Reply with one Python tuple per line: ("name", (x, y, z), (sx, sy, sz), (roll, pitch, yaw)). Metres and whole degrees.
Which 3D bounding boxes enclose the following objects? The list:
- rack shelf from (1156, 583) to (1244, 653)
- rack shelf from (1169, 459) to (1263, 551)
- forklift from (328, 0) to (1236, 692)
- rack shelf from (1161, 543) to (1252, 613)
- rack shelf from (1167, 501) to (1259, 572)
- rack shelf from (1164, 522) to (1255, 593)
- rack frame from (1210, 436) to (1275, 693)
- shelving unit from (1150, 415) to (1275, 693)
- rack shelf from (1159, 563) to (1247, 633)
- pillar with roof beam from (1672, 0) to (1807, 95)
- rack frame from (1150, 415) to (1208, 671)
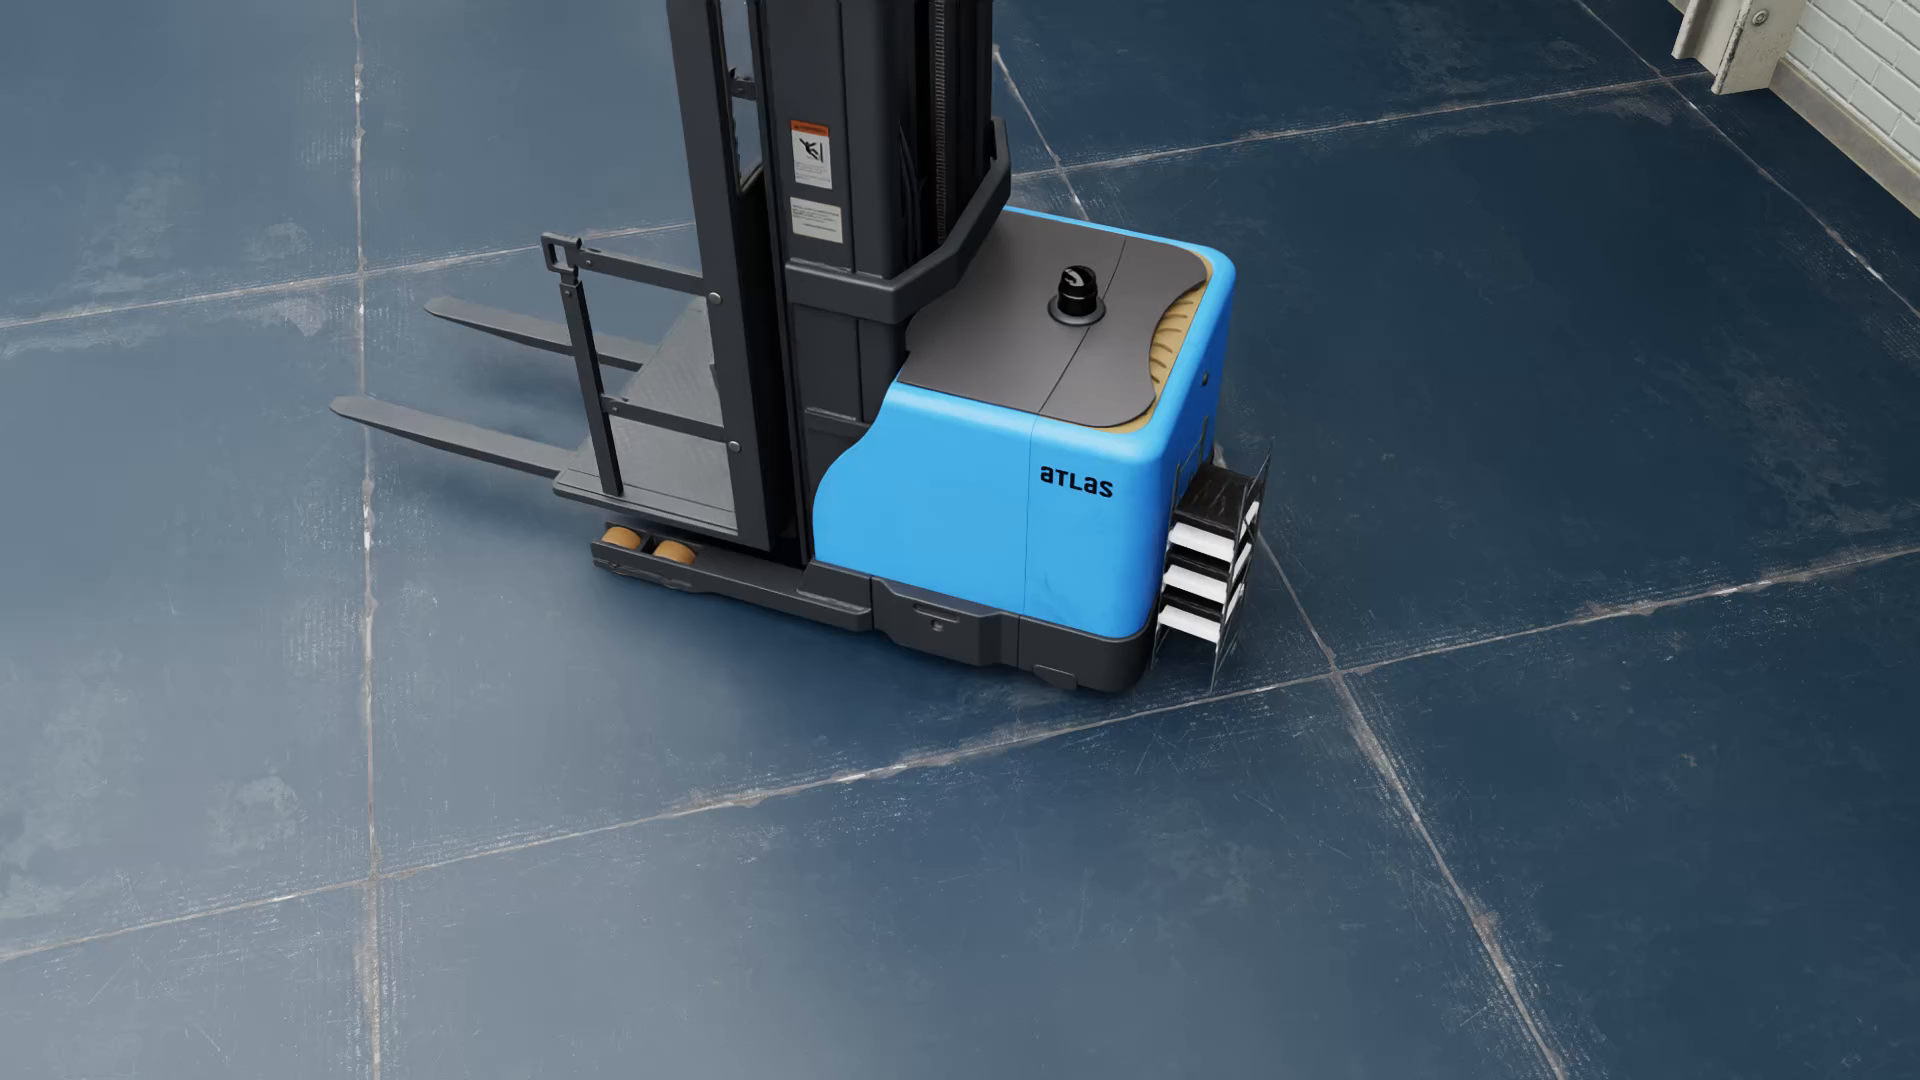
("rack shelf", (0.758, 0.210, 5.213), (0.200, 0.077, 0.258), (20, 49, 18))
("rack shelf", (0.758, -0.105, 4.891), (0.200, 0.077, 0.258), (20, 49, 18))
("forklift", (-0.708, -1.199, 4.873), (3.031, 2.935, 1.130), (14, 47, 14))
("rack shelf", (0.758, 0.084, 5.084), (0.200, 0.077, 0.258), (20, 49, 18))
("rack shelf", (0.758, -0.042, 4.955), (0.200, 0.077, 0.258), (20, 49, 18))
("rack shelf", (0.758, 0.021, 5.020), (0.200, 0.077, 0.258), (20, 49, 18))
("rack frame", (0.849, 0.093, 5.028), (0.006, 0.900, 0.240), (20, 49, 18))
("shelving unit", (0.758, 0.061, 5.060), (0.210, 0.900, 0.258), (20, 49, 18))
("rack shelf", (0.758, 0.147, 5.148), (0.200, 0.077, 0.258), (20, 49, 18))
("pillar with roof beam", (-0.516, -4.613, 3.970), (9.100, 9.000, 0.400), (-11, 47, -10))
("rack frame", (0.667, 0.028, 5.092), (0.006, 0.900, 0.240), (20, 49, 18))
